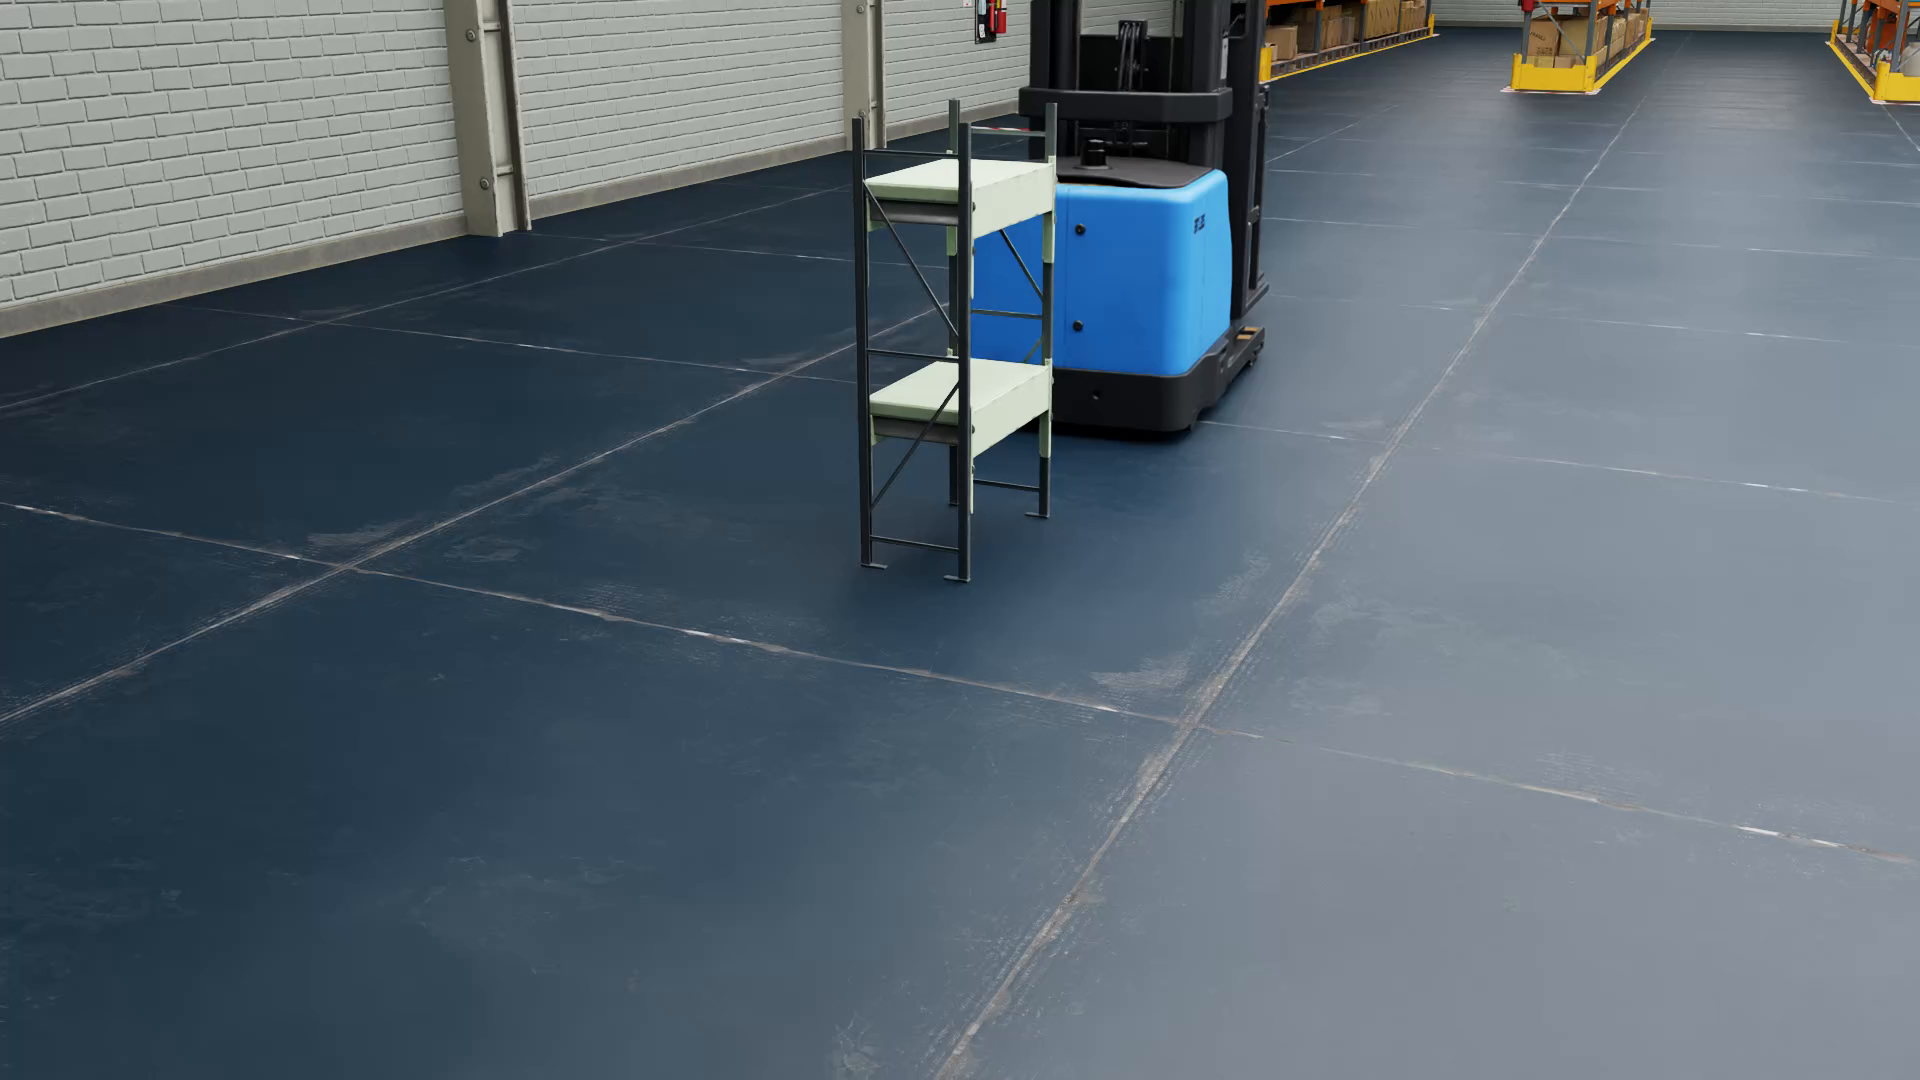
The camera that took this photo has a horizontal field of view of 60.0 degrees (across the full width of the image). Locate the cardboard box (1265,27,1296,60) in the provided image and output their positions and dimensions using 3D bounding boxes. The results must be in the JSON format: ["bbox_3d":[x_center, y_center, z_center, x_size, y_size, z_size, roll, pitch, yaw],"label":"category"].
[{"bbox_3d":[5.358,-8.518,28.517,0.700,0.500,0.500,7,21,19],"label":"cardboard box"}]

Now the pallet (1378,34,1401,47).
[{"bbox_3d":[9.080,-11.006,36.601,1.003,0.211,1.213,9,21,23],"label":"pallet"}]

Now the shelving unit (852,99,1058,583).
[{"bbox_3d":[-0.003,-0.705,5.712,0.431,1.500,0.755,9,21,23],"label":"shelving unit"}]

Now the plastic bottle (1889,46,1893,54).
[{"bbox_3d":[14.512,-7.510,25.907,0.144,0.351,0.185,9,21,23],"label":"plastic bottle"}]

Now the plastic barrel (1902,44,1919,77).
[{"bbox_3d":[13.651,-6.775,23.630,0.421,0.512,0.421,0,20,0],"label":"plastic barrel"}]

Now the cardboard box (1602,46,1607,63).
[{"bbox_3d":[10.581,-8.172,27.948,0.500,0.250,0.500,9,21,23],"label":"cardboard box"}]

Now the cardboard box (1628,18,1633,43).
[{"bbox_3d":[12.866,-9.955,32.558,0.500,0.500,0.500,8,21,21],"label":"cardboard box"}]

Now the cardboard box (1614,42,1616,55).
[{"bbox_3d":[11.383,-8.748,29.568,0.500,0.250,0.500,8,21,21],"label":"cardboard box"}]

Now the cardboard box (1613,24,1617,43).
[{"bbox_3d":[11.178,-8.853,29.025,0.500,0.311,0.500,8,21,22],"label":"cardboard box"}]

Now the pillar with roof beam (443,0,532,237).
[{"bbox_3d":[0.467,-5.964,9.308,9.100,9.000,0.400,9,21,23],"label":"pillar with roof beam"}]

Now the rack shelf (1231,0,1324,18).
[{"bbox_3d":[5.232,-9.170,28.350,1.077,0.370,4.000,9,21,23],"label":"rack shelf"}]

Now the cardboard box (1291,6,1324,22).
[{"bbox_3d":[6.514,-9.865,31.188,0.500,0.250,0.500,8,21,22],"label":"cardboard box"}]

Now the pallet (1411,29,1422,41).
[{"bbox_3d":[10.208,-11.848,38.969,1.003,0.211,1.213,9,21,23],"label":"pallet"}]

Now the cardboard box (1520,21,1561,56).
[{"bbox_3d":[8.882,-7.679,25.443,0.500,0.500,0.500,9,21,23],"label":"cardboard box"}]

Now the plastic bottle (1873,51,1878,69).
[{"bbox_3d":[14.452,-7.545,26.116,0.152,0.276,0.135,9,22,25],"label":"plastic bottle"}]

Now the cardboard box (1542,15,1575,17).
[{"bbox_3d":[9.899,-8.445,27.595,0.500,0.500,0.500,9,21,23],"label":"cardboard box"}]

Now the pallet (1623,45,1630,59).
[{"bbox_3d":[12.550,-9.574,32.574,1.003,0.211,1.213,9,21,23],"label":"pallet"}]

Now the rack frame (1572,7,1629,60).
[{"bbox_3d":[12.210,-10.664,31.479,1.000,3.000,0.127,9,21,23],"label":"rack frame"}]

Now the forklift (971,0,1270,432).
[{"bbox_3d":[0.946,-2.299,8.058,1.130,2.935,3.031,7,21,18],"label":"forklift"}]

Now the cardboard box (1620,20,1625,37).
[{"bbox_3d":[12.013,-9.477,30.781,0.500,0.311,0.500,8,21,22],"label":"cardboard box"}]

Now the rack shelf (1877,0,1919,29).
[{"bbox_3d":[14.270,-7.811,24.528,1.077,0.370,4.000,9,21,23],"label":"rack shelf"}]

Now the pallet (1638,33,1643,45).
[{"bbox_3d":[14.628,-11.157,37.027,1.003,0.211,1.213,9,21,23],"label":"pallet"}]

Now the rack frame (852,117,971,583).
[{"bbox_3d":[-0.153,-0.593,5.397,0.400,1.500,0.023,9,21,23],"label":"rack frame"}]

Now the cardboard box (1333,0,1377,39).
[{"bbox_3d":[8.110,-10.735,34.259,0.750,0.750,0.750,8,21,22],"label":"cardboard box"}]

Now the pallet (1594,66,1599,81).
[{"bbox_3d":[9.710,-7.516,26.788,1.003,0.211,1.213,9,21,23],"label":"pallet"}]

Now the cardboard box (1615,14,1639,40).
[{"bbox_3d":[13.697,-10.577,34.306,0.500,0.500,0.500,9,21,23],"label":"cardboard box"}]

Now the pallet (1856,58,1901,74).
[{"bbox_3d":[15.874,-8.067,28.336,1.003,0.211,1.213,9,21,23],"label":"pallet"}]

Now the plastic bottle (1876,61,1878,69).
[{"bbox_3d":[14.166,-7.319,25.592,0.097,0.201,0.097,0,20,0],"label":"plastic bottle"}]

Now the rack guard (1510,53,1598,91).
[{"bbox_3d":[8.924,-7.034,25.001,1.175,0.500,0.348,9,21,23],"label":"rack guard"}]

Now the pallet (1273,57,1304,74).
[{"bbox_3d":[5.310,-8.222,28.773,1.003,0.211,1.213,9,21,23],"label":"pallet"}]

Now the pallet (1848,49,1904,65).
[{"bbox_3d":[17.012,-8.917,30.726,1.003,0.211,1.213,9,21,23],"label":"pallet"}]

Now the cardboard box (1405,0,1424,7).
[{"bbox_3d":[10.779,-12.744,39.463,0.380,0.149,0.250,9,22,24],"label":"cardboard box"}]

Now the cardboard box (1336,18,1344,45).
[{"bbox_3d":[7.125,-10.004,32.696,0.700,0.500,0.500,9,21,23],"label":"cardboard box"}]

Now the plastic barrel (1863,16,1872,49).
[{"bbox_3d":[17.375,-9.542,31.297,0.600,0.588,0.708,9,21,23],"label":"plastic barrel"}]

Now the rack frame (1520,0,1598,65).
[{"bbox_3d":[8.934,-8.219,24.603,1.000,3.000,0.127,9,21,23],"label":"rack frame"}]

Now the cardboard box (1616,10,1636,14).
[{"bbox_3d":[14.612,-11.493,36.879,0.797,0.503,0.637,9,21,23],"label":"cardboard box"}]

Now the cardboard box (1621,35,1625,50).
[{"bbox_3d":[12.217,-9.373,31.323,0.500,0.250,0.500,9,22,24],"label":"cardboard box"}]

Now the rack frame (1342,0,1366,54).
[{"bbox_3d":[7.689,-11.343,33.387,1.000,3.000,0.127,9,21,23],"label":"rack frame"}]

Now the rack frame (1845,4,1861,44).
[{"bbox_3d":[18.365,-11.206,33.003,1.000,3.000,0.127,9,21,23],"label":"rack frame"}]

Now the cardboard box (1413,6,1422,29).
[{"bbox_3d":[10.565,-12.428,39.542,0.700,0.500,0.500,8,21,23],"label":"cardboard box"}]

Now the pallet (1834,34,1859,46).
[{"bbox_3d":[19.630,-10.869,36.215,1.003,0.211,1.213,9,21,23],"label":"pallet"}]

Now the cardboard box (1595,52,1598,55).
[{"bbox_3d":[9.763,-7.561,26.229,0.500,0.250,0.500,9,21,23],"label":"cardboard box"}]

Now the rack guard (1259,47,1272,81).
[{"bbox_3d":[4.444,-7.743,26.995,1.175,0.500,0.348,9,21,23],"label":"rack guard"}]

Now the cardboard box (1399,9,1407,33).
[{"bbox_3d":[9.727,-11.800,37.777,0.700,0.500,0.500,9,21,23],"label":"cardboard box"}]

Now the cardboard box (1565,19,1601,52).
[{"bbox_3d":[9.752,-7.916,26.108,0.500,0.500,0.500,9,21,23],"label":"cardboard box"}]

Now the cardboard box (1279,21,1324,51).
[{"bbox_3d":[6.337,-9.377,30.933,0.700,0.500,0.500,9,22,25],"label":"cardboard box"}]

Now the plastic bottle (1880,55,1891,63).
[{"bbox_3d":[13.932,-7.157,25.025,0.152,0.276,0.135,9,21,23],"label":"plastic bottle"}]
